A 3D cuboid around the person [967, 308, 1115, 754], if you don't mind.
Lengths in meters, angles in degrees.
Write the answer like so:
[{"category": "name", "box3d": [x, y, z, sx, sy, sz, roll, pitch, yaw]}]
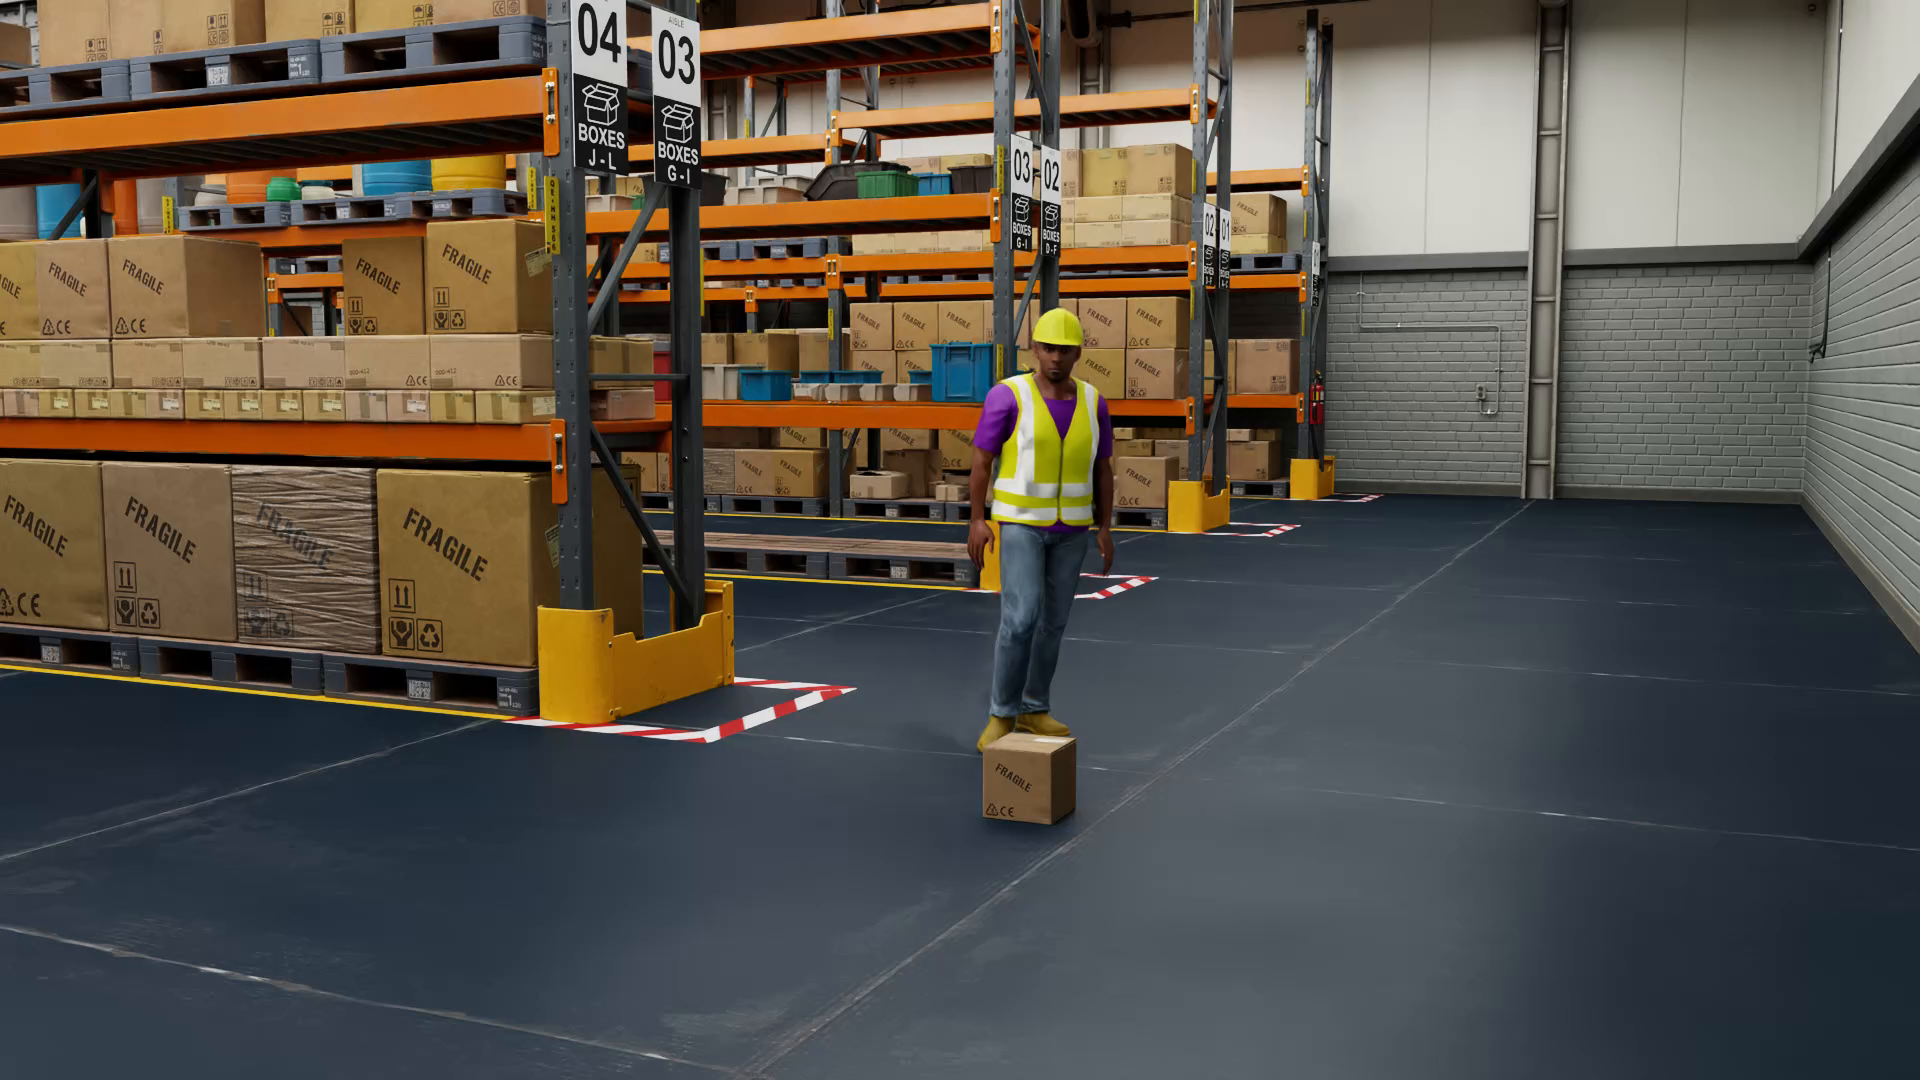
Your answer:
[{"category": "person", "box3d": [0.335, -0.045, 6.746, 0.606, 1.777, 0.475, -3, 6, -25]}]
